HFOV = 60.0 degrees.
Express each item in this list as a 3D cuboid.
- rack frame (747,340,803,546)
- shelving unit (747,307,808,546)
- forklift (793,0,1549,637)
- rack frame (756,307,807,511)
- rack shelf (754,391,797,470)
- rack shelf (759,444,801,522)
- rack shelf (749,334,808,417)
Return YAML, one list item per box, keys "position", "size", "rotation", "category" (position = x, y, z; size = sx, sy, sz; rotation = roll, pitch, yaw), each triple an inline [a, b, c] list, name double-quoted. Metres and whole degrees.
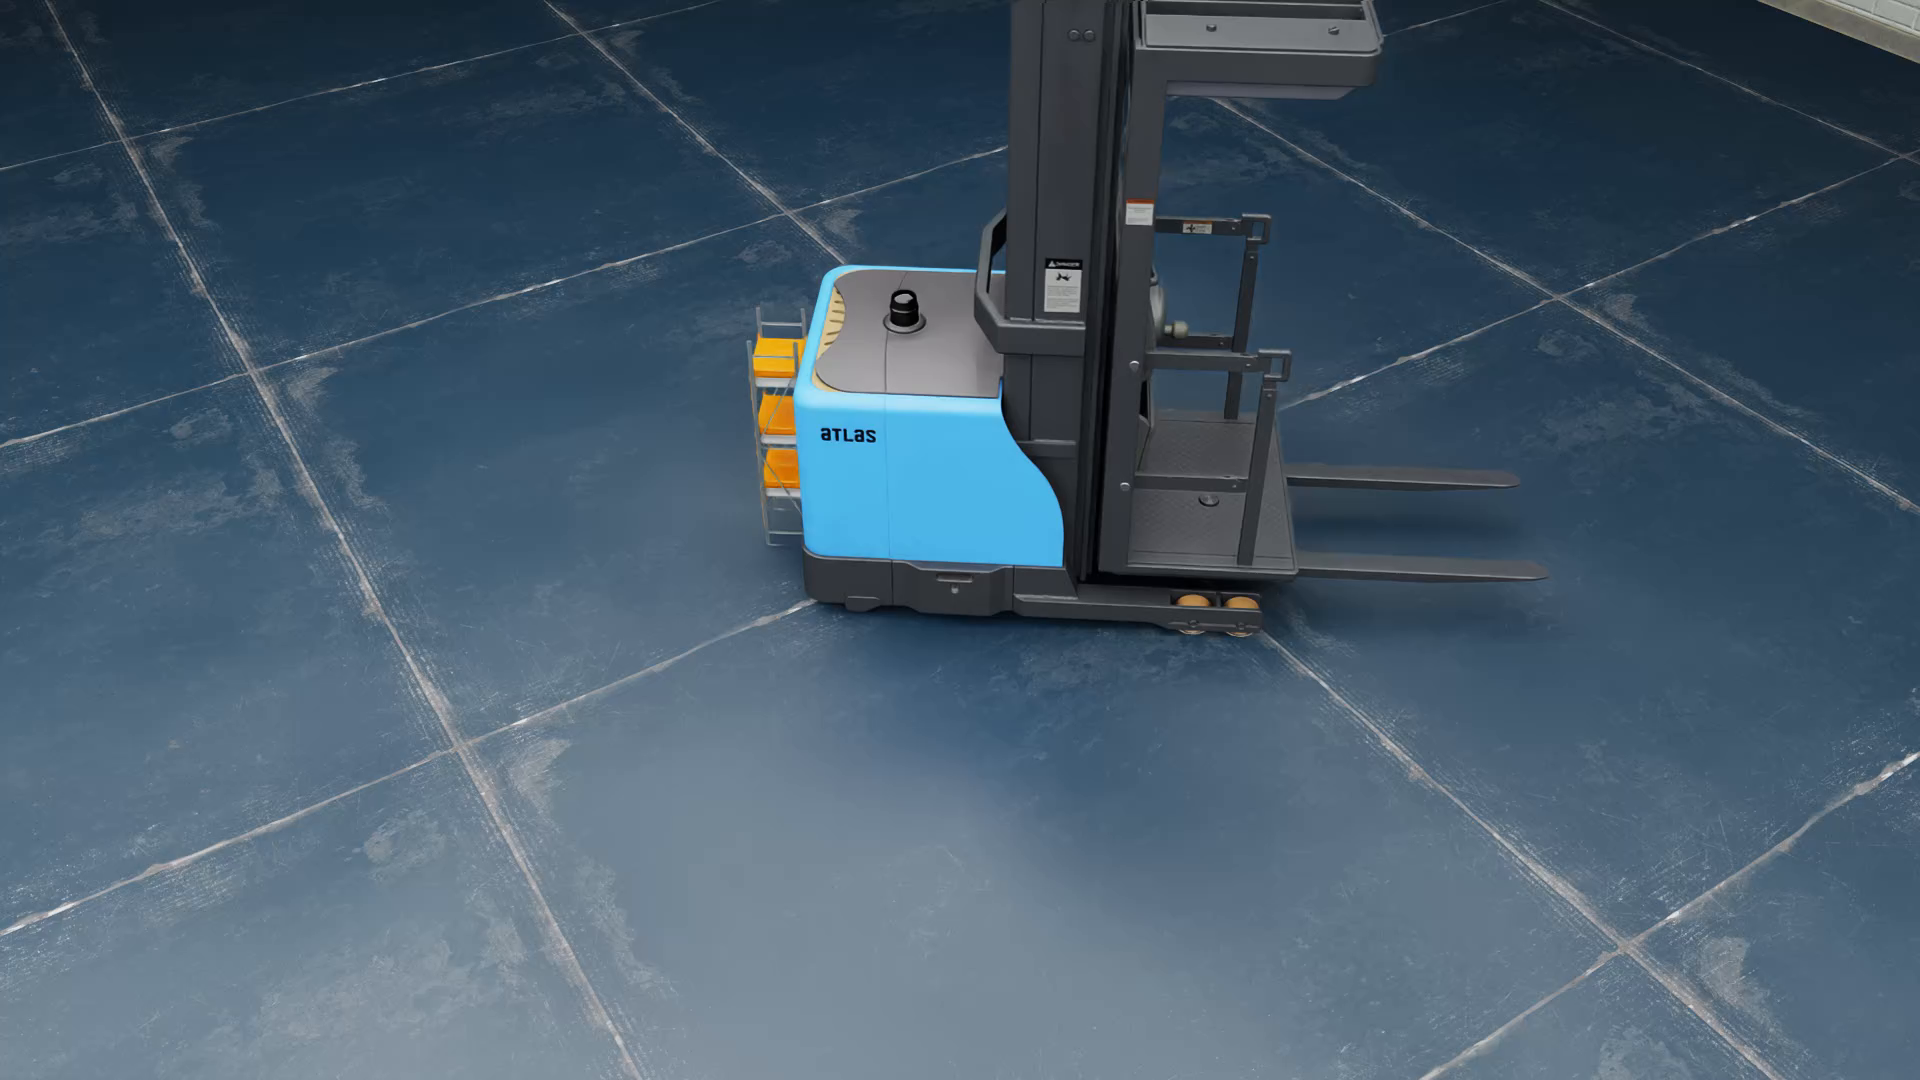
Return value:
- position: [-0.740, -0.378, 6.884]
  size: [0.200, 1.050, 0.008]
  rotation: [2, 40, 2]
  category: "rack frame"
- position: [-0.734, -0.456, 6.978]
  size: [0.215, 1.050, 0.252]
  rotation: [2, 40, 2]
  category: "shelving unit"
- position: [0.895, -1.086, 6.264]
  size: [3.031, 2.935, 1.130]
  rotation: [3, 40, 3]
  category: "forklift"
- position: [-0.727, -0.534, 7.071]
  size: [0.200, 1.050, 0.008]
  rotation: [2, 40, 2]
  category: "rack frame"
- position: [-0.734, -0.448, 6.984]
  size: [0.215, 0.259, 0.240]
  rotation: [2, 40, 2]
  category: "rack shelf"
- position: [-0.734, -0.235, 7.162]
  size: [0.215, 0.259, 0.240]
  rotation: [2, 40, 2]
  category: "rack shelf"
- position: [-0.734, -0.666, 6.803]
  size: [0.215, 0.259, 0.240]
  rotation: [2, 40, 2]
  category: "rack shelf"
